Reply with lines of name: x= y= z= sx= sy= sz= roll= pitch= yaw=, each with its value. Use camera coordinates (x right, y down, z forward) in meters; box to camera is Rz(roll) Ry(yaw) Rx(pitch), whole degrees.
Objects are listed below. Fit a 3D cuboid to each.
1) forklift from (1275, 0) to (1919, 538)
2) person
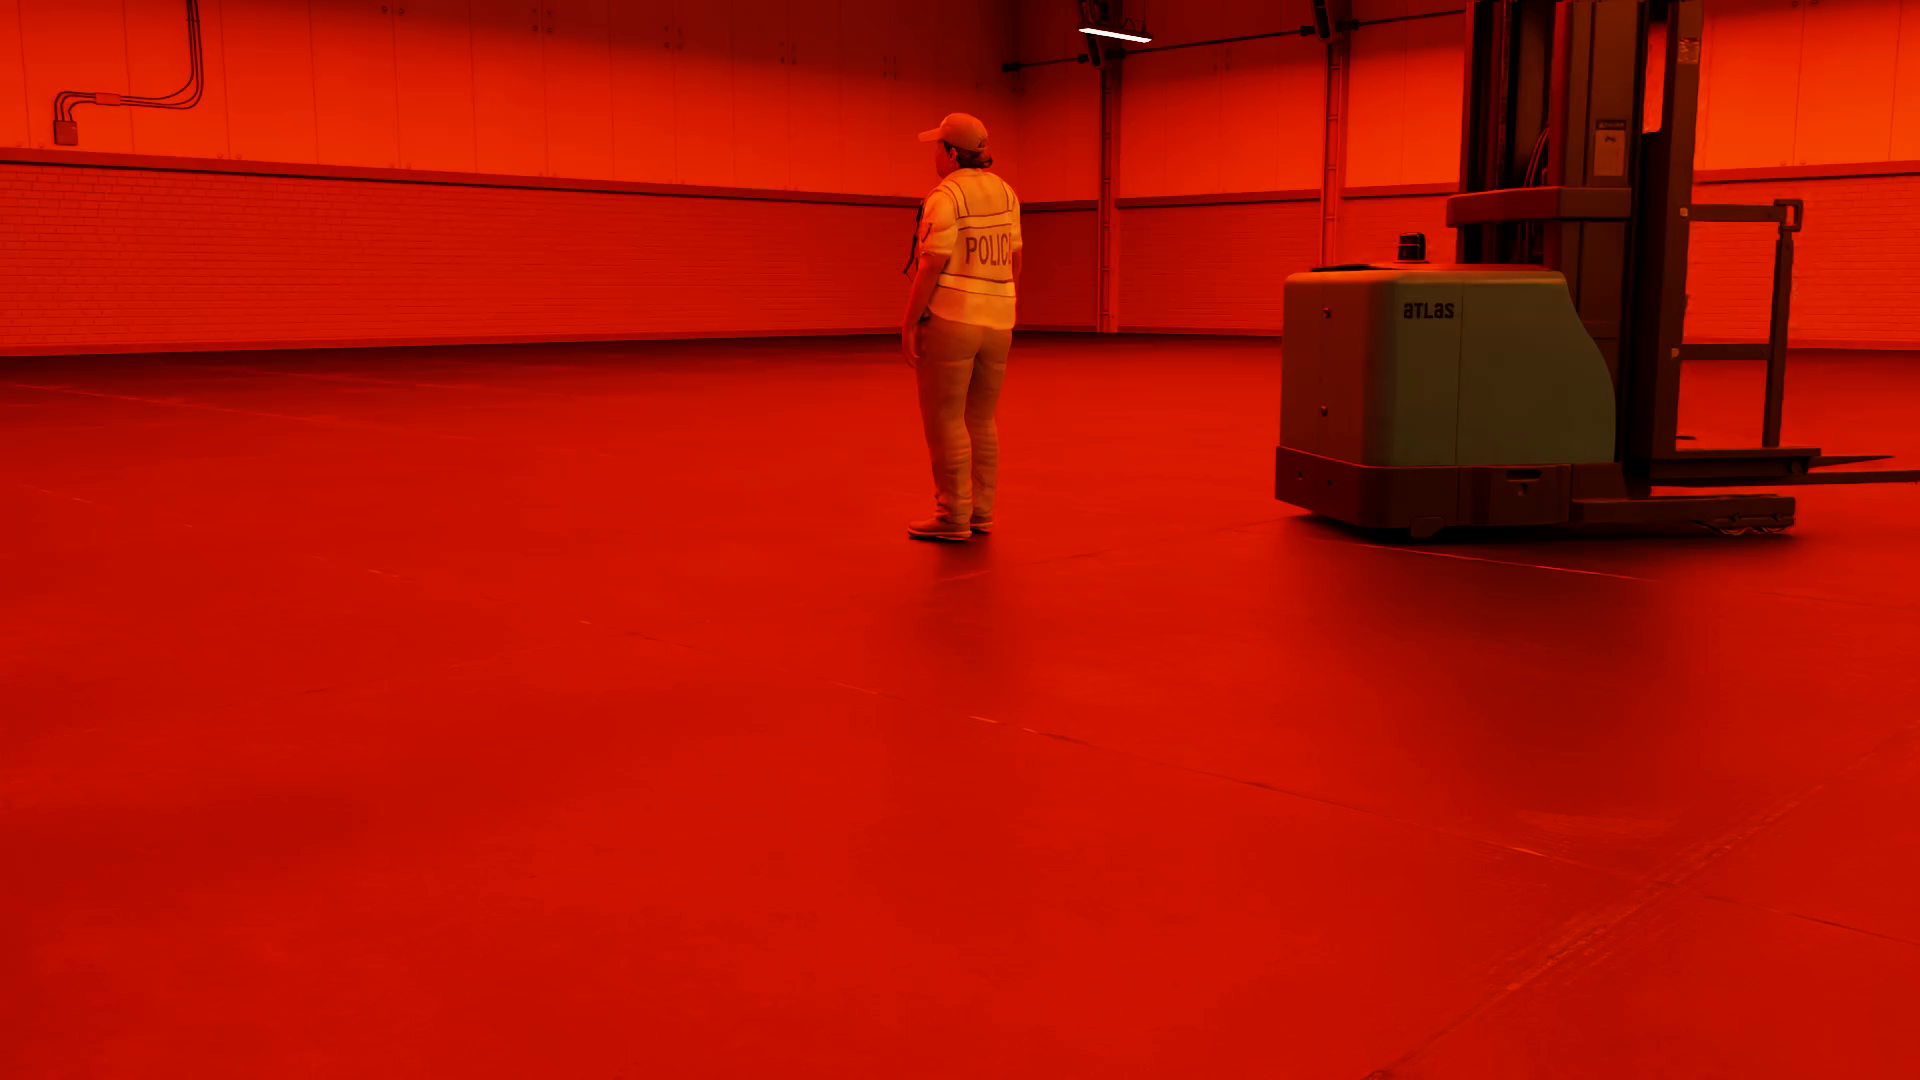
forklift: x=2.980 y=-1.541 z=7.107 sx=3.031 sy=2.935 sz=1.130 roll=-2 pitch=9 yaw=-11
person: x=-0.039 y=-0.841 z=6.661 sx=0.529 sy=1.670 sz=0.598 roll=8 pitch=12 yaw=43
